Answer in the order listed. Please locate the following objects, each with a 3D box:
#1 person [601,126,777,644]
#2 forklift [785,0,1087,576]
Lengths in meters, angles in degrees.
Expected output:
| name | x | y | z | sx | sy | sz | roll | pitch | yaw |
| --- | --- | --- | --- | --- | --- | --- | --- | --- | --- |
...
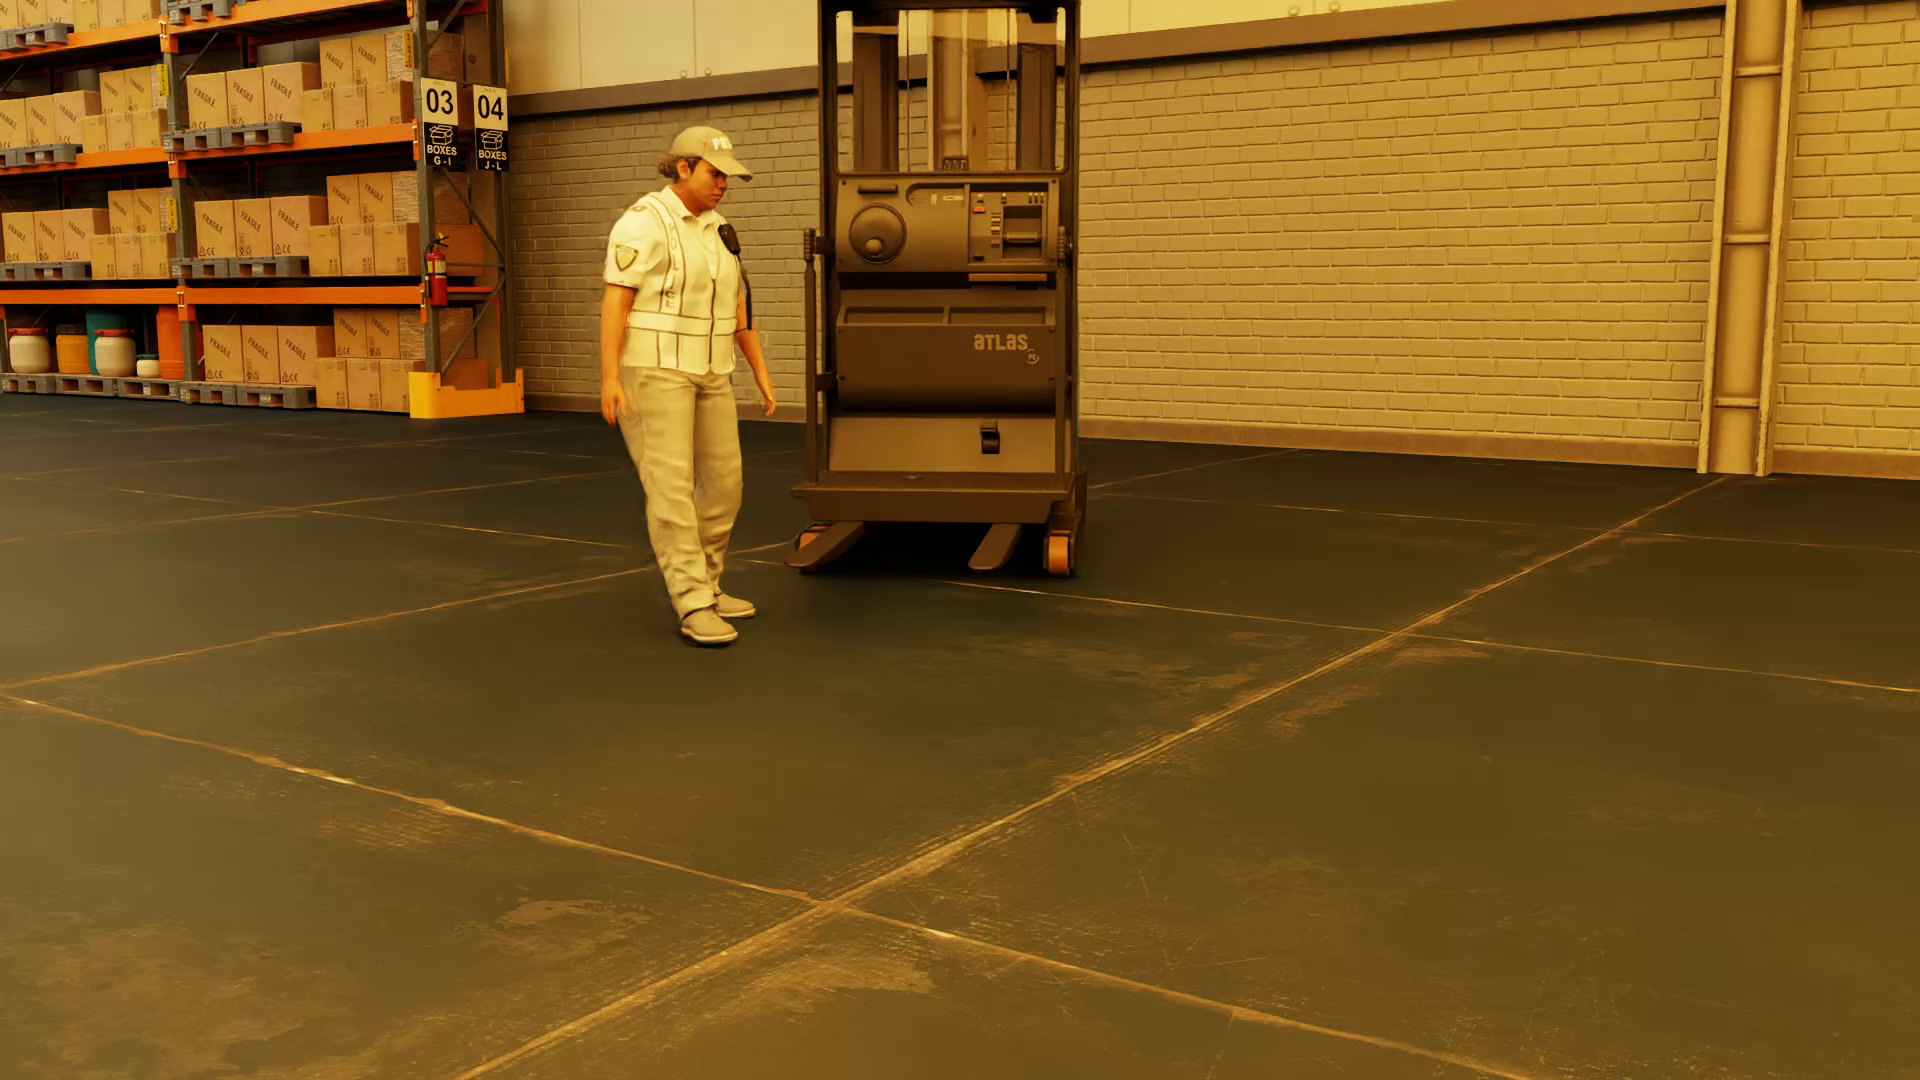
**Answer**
| name | x | y | z | sx | sy | sz | roll | pitch | yaw |
| --- | --- | --- | --- | --- | --- | --- | --- | --- | --- |
| person | -0.848 | -0.515 | 5.436 | 0.613 | 1.643 | 0.635 | 5 | 10 | 33 |
| forklift | -0.072 | -1.355 | 6.722 | 1.130 | 2.935 | 3.031 | 1 | 8 | 6 |
